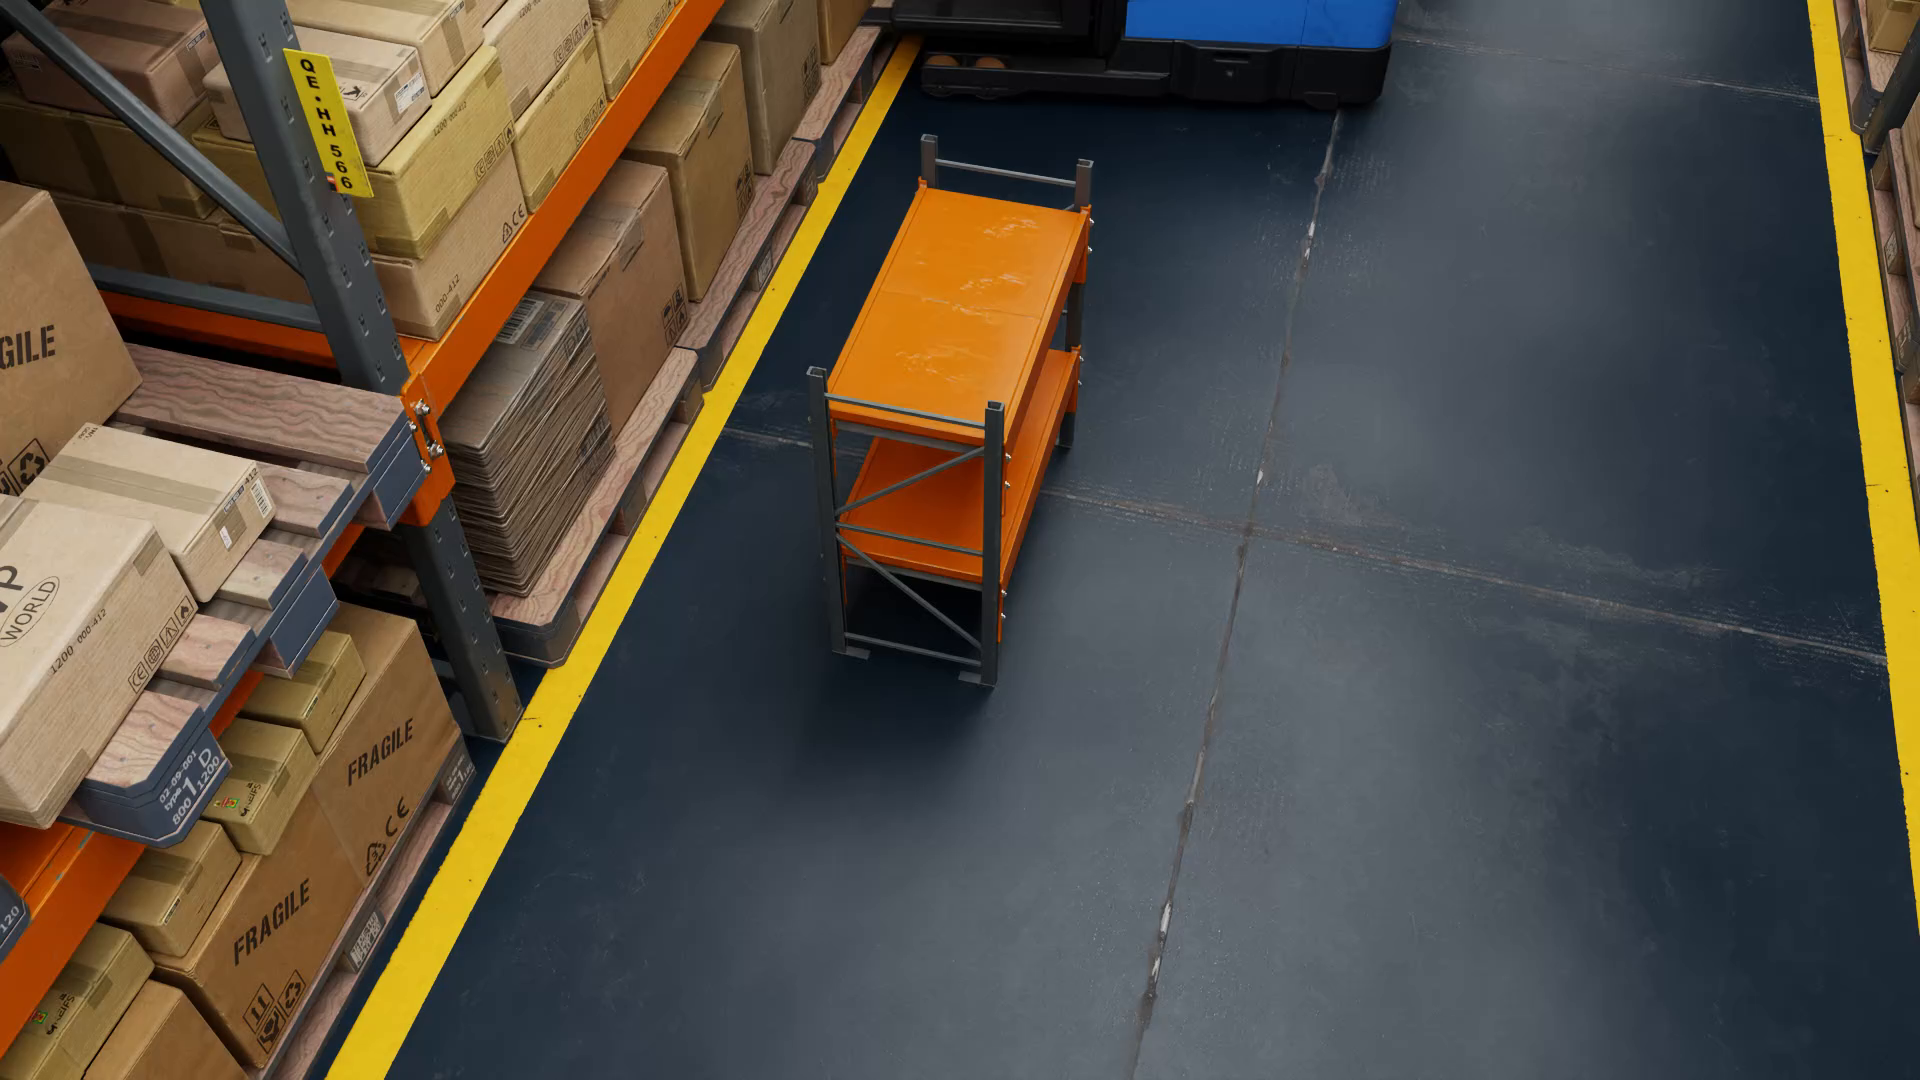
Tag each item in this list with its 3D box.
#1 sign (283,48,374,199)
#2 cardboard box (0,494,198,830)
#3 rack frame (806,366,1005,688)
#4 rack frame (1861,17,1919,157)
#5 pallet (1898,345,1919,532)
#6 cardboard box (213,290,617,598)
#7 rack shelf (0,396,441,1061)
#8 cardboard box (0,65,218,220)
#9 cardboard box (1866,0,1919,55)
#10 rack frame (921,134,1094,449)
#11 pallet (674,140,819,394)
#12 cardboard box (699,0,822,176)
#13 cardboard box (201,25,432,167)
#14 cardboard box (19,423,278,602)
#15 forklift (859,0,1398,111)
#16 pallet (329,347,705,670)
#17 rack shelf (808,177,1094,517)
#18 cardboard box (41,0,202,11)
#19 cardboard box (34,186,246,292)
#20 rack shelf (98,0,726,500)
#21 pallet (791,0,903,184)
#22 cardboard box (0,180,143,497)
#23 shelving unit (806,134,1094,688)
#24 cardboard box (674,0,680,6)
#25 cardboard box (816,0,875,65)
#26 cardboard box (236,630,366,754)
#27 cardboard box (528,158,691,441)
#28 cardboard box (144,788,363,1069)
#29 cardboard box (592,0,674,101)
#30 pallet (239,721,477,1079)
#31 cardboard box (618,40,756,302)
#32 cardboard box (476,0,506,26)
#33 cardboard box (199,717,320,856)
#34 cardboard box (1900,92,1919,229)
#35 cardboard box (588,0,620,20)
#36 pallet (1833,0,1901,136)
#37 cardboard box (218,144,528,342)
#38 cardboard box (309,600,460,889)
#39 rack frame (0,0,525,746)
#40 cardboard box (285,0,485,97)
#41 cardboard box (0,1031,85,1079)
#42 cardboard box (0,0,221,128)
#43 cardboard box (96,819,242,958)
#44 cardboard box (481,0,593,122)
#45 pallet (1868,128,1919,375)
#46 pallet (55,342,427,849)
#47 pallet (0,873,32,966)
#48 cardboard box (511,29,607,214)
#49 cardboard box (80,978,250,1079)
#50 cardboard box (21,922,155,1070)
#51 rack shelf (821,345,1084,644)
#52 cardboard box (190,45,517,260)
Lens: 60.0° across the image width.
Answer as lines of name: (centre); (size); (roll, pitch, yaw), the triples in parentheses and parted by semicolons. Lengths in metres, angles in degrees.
sign: (-1.231, -0.808, 3.243); (0.100, 0.325, 0.005); (12, 50, 10)
cardboard box: (-1.723, 0.187, 2.904); (0.500, 0.250, 0.500); (9, 49, 8)
rack frame: (-0.136, 0.000, 4.499); (0.500, 1.125, 0.032); (12, 50, 10)
rack frame: (4.085, -2.467, 5.427); (1.000, 3.000, 0.127); (12, 50, 10)
pallet: (3.562, -0.096, 5.194); (1.003, 0.211, 1.213); (12, 50, 10)
cardboard box: (-1.580, -0.352, 4.864); (0.875, 0.625, 0.625); (13, 50, 11)
rack shelf: (-2.284, 1.134, 2.728); (1.077, 0.370, 4.000); (12, 50, 10)
cardboard box: (-1.907, -1.046, 3.939); (0.500, 0.250, 0.500); (13, 50, 11)
cardboard box: (3.981, -2.177, 6.725); (0.500, 0.250, 0.500); (14, 50, 12)
rack frame: (0.132, -0.735, 5.148); (0.500, 1.125, 0.032); (12, 50, 10)
pallet: (-1.180, -1.096, 6.076); (1.003, 0.211, 1.213); (12, 50, 10)
cardboard box: (-1.043, -1.858, 6.193); (0.875, 0.625, 0.625); (11, 50, 10)
cardboard box: (-1.389, -0.971, 3.607); (0.380, 0.149, 0.250); (13, 50, 11)
cardboard box: (-1.560, -0.056, 3.186); (0.380, 0.149, 0.250); (12, 50, 11)
forklift: (0.248, -3.173, 6.096); (3.031, 2.935, 1.130); (4, 49, 3)
pallet: (-1.503, -0.216, 5.300); (1.003, 0.211, 1.213); (12, 50, 10)
rack shelf: (-0.002, -0.561, 4.605); (0.538, 0.278, 1.000); (12, 50, 10)
cardboard box: (-1.906, -1.285, 3.884); (0.380, 0.149, 0.250); (13, 50, 11)
cardboard box: (-1.886, -0.877, 4.123); (0.500, 0.250, 0.500); (11, 49, 9)
rack shelf: (-1.231, -1.759, 5.282); (1.077, 0.370, 4.000); (12, 50, 10)
pallet: (-0.861, -1.981, 6.857); (1.003, 0.211, 1.213); (12, 50, 10)
cardboard box: (-2.044, -0.381, 3.239); (0.500, 0.500, 0.500); (14, 50, 12)
shelving unit: (-0.002, -0.367, 4.824); (0.538, 1.125, 1.048); (12, 50, 10)
cardboard box: (-1.001, -1.886, 5.014); (0.500, 0.250, 0.500); (13, 50, 11)
cardboard box: (-0.831, -2.418, 6.687); (0.875, 0.625, 0.625); (14, 50, 12)
cardboard box: (-1.643, 0.330, 3.913); (0.380, 0.149, 0.250); (9, 49, 8)
cardboard box: (-1.416, -0.827, 5.283); (0.875, 0.625, 0.625); (13, 50, 11)
cardboard box: (-1.803, 0.846, 3.890); (0.500, 0.500, 0.500); (11, 49, 9)
cardboard box: (-1.139, -1.511, 4.683); (0.500, 0.250, 0.500); (10, 49, 9)
pallet: (-1.990, 0.904, 4.311); (1.003, 0.211, 1.213); (12, 50, 10)
cardboard box: (-1.239, -1.314, 5.713); (0.875, 0.625, 0.625); (10, 49, 8)
cardboard box: (-1.278, -1.355, 3.946); (0.380, 0.149, 0.250); (13, 50, 11)
cardboard box: (-1.685, 0.533, 3.733); (0.380, 0.149, 0.250); (9, 49, 8)
cardboard box: (3.949, -1.357, 5.919); (0.950, 0.372, 0.625); (12, 50, 11)
cardboard box: (-1.117, -1.676, 4.495); (0.500, 0.250, 0.500); (10, 49, 9)
pallet: (4.228, -2.037, 6.907); (1.003, 0.211, 1.213); (12, 50, 10)
cardboard box: (-1.405, -0.774, 4.032); (0.500, 0.250, 0.500); (12, 50, 10)
cardboard box: (-1.661, 0.486, 4.208); (0.500, 0.500, 0.500); (13, 50, 11)
rack frame: (-1.757, -0.551, 3.736); (1.000, 3.000, 0.127); (12, 50, 10)
cardboard box: (-1.320, -1.164, 3.778); (0.380, 0.149, 0.250); (13, 50, 11)
cardboard box: (-1.975, 1.078, 3.253); (0.380, 0.149, 0.250); (11, 49, 9)
cardboard box: (-1.867, -1.074, 3.698); (0.380, 0.149, 0.250); (13, 50, 11)
cardboard box: (-1.797, 0.715, 3.573); (0.380, 0.149, 0.250); (10, 49, 9)
cardboard box: (-1.272, -1.301, 4.164); (0.500, 0.250, 0.500); (13, 50, 11)
pallet: (3.881, -0.981, 5.975); (1.003, 0.211, 1.213); (12, 50, 10)
pallet: (-1.868, 0.017, 3.363); (1.213, 0.211, 1.003); (12, 50, 10)
pallet: (-2.265, 0.920, 2.565); (1.003, 0.211, 1.213); (12, 50, 10)
cardboard box: (-1.268, -1.137, 4.353); (0.500, 0.250, 0.500); (11, 49, 9)
cardboard box: (-1.938, 1.225, 3.556); (0.500, 0.500, 0.500); (14, 50, 12)
cardboard box: (-1.910, 0.897, 3.412); (0.380, 0.149, 0.250); (13, 50, 11)
rack shelf: (-0.002, -0.206, 5.007); (0.538, 0.278, 1.000); (12, 50, 10)
cardboard box: (-1.381, -0.934, 3.841); (0.500, 0.250, 0.500); (12, 50, 10)
